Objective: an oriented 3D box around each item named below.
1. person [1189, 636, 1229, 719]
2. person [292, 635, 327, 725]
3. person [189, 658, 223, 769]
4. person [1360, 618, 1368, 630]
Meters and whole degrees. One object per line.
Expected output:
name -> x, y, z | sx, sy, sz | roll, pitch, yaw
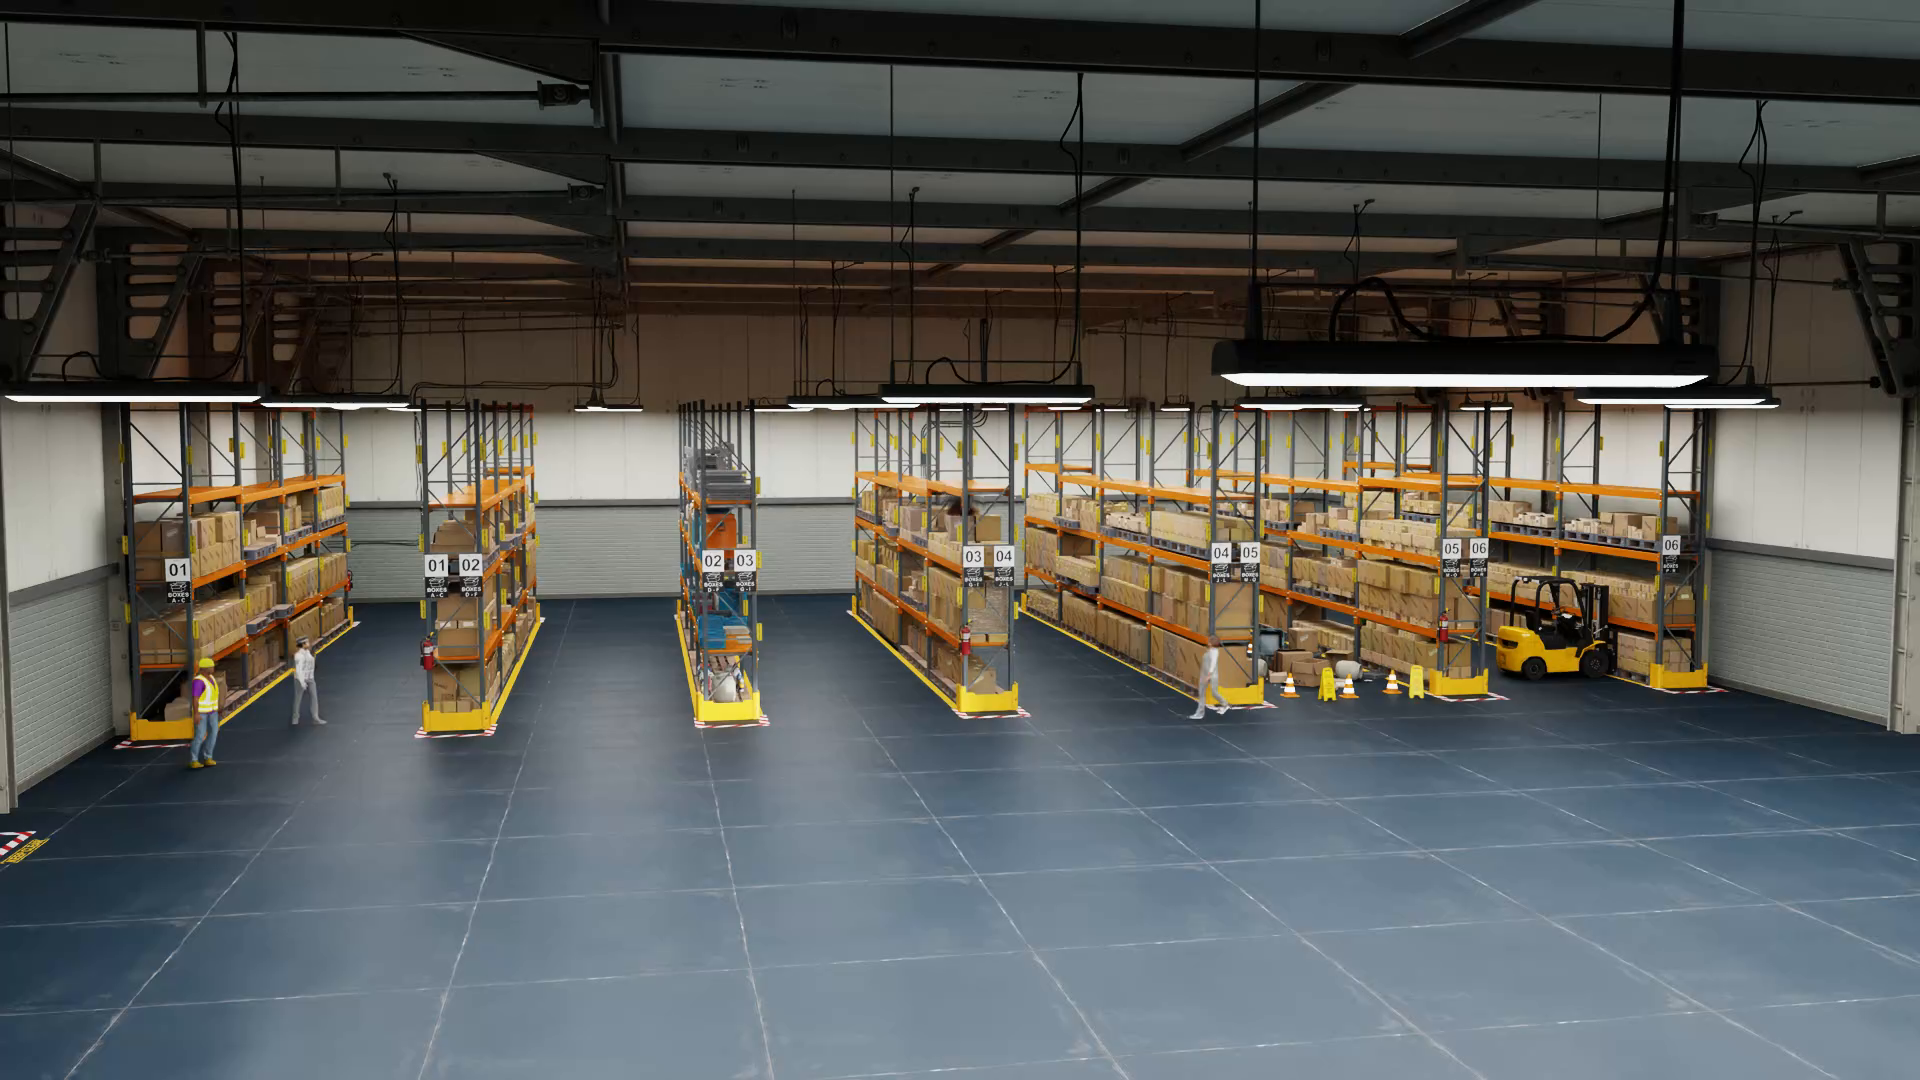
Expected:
person -> 4.718, 2.572, 31.291 | 0.842, 1.557, 0.387 | -4, 6, -40
person -> -12.072, 2.578, 30.637 | 0.658, 1.673, 0.484 | 2, 5, 27
person -> -12.285, 2.796, 27.063 | 0.426, 1.767, 0.667 | 1, 4, 16
person -> 10.199, 1.630, 42.491 | 0.601, 1.783, 0.597 | 0, 4, 2
